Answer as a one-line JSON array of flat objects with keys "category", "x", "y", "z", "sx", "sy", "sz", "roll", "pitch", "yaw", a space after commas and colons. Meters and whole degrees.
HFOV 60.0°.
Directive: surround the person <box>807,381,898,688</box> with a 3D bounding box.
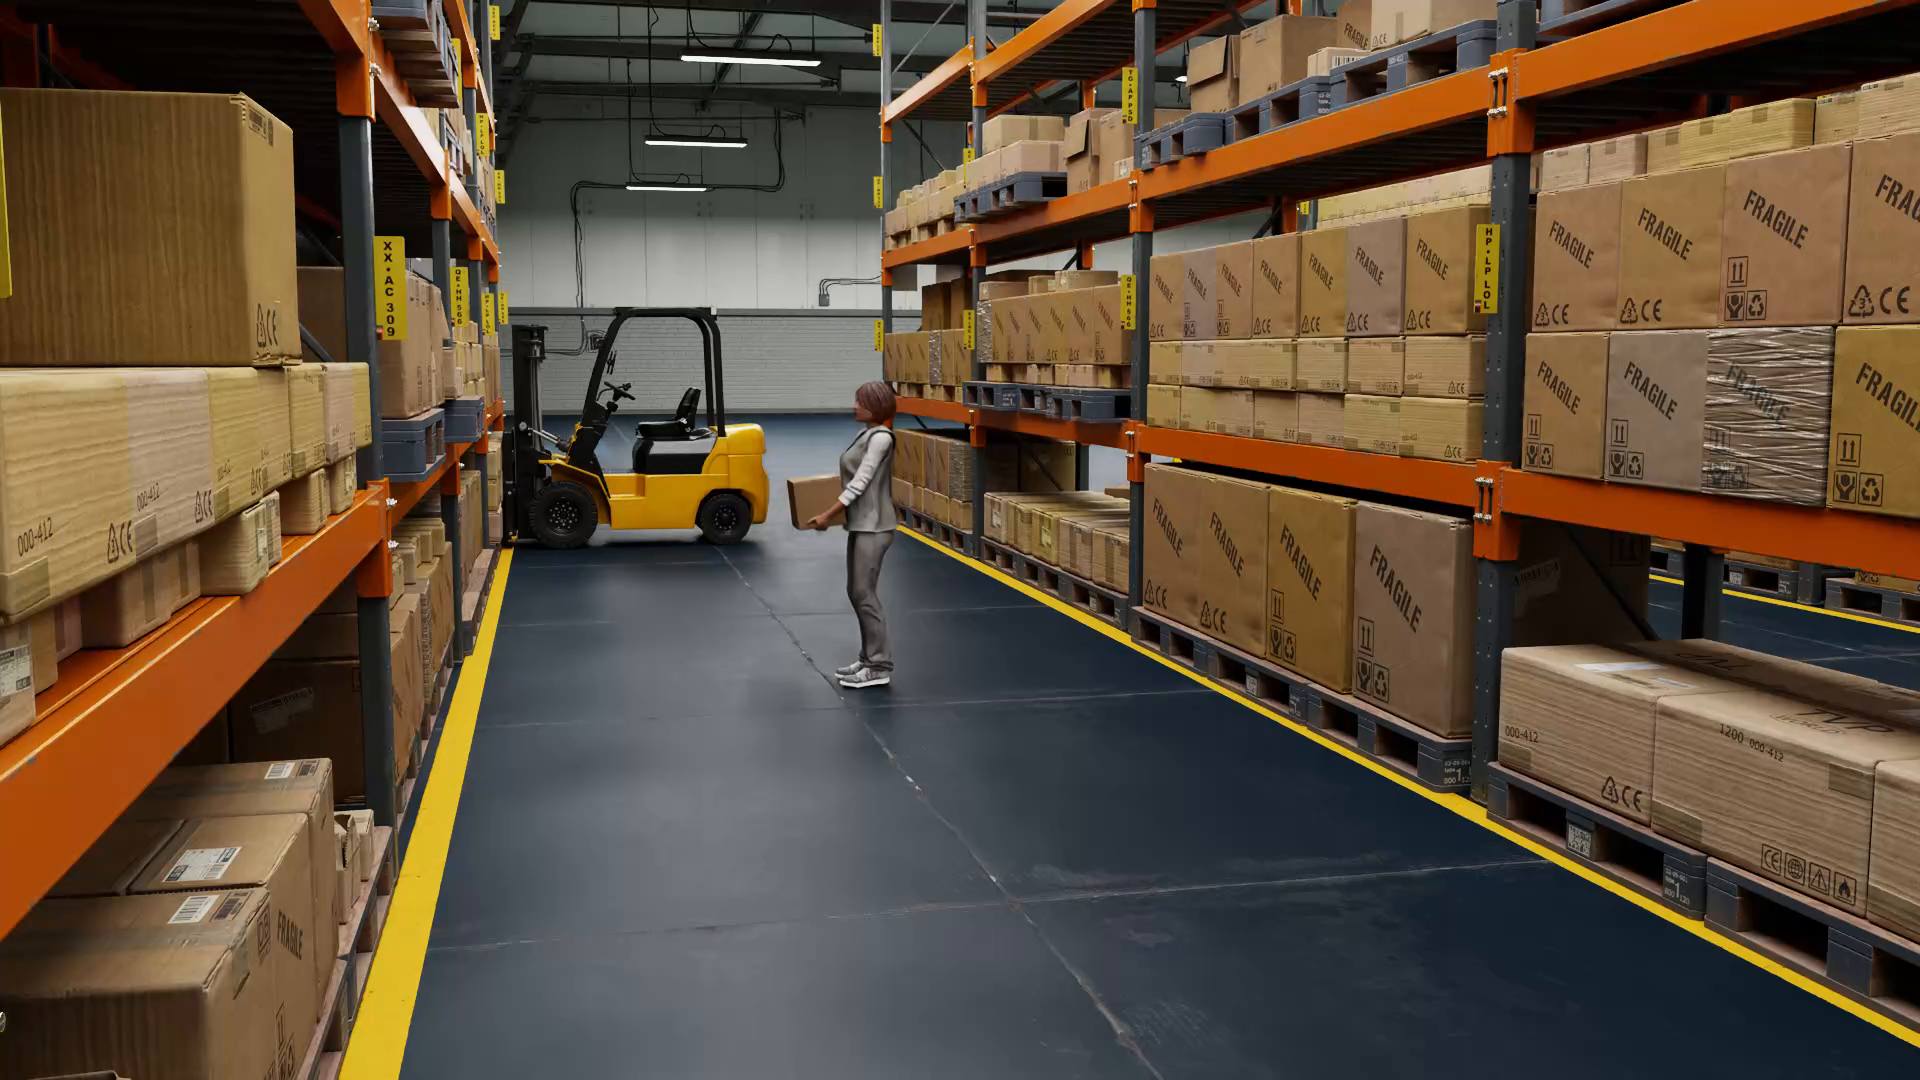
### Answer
[{"category": "person", "x": -0.573, "y": -0.034, "z": 8.706, "sx": 0.494, "sy": 1.593, "sz": 0.404, "roll": -1, "pitch": 6, "yaw": -13}]
